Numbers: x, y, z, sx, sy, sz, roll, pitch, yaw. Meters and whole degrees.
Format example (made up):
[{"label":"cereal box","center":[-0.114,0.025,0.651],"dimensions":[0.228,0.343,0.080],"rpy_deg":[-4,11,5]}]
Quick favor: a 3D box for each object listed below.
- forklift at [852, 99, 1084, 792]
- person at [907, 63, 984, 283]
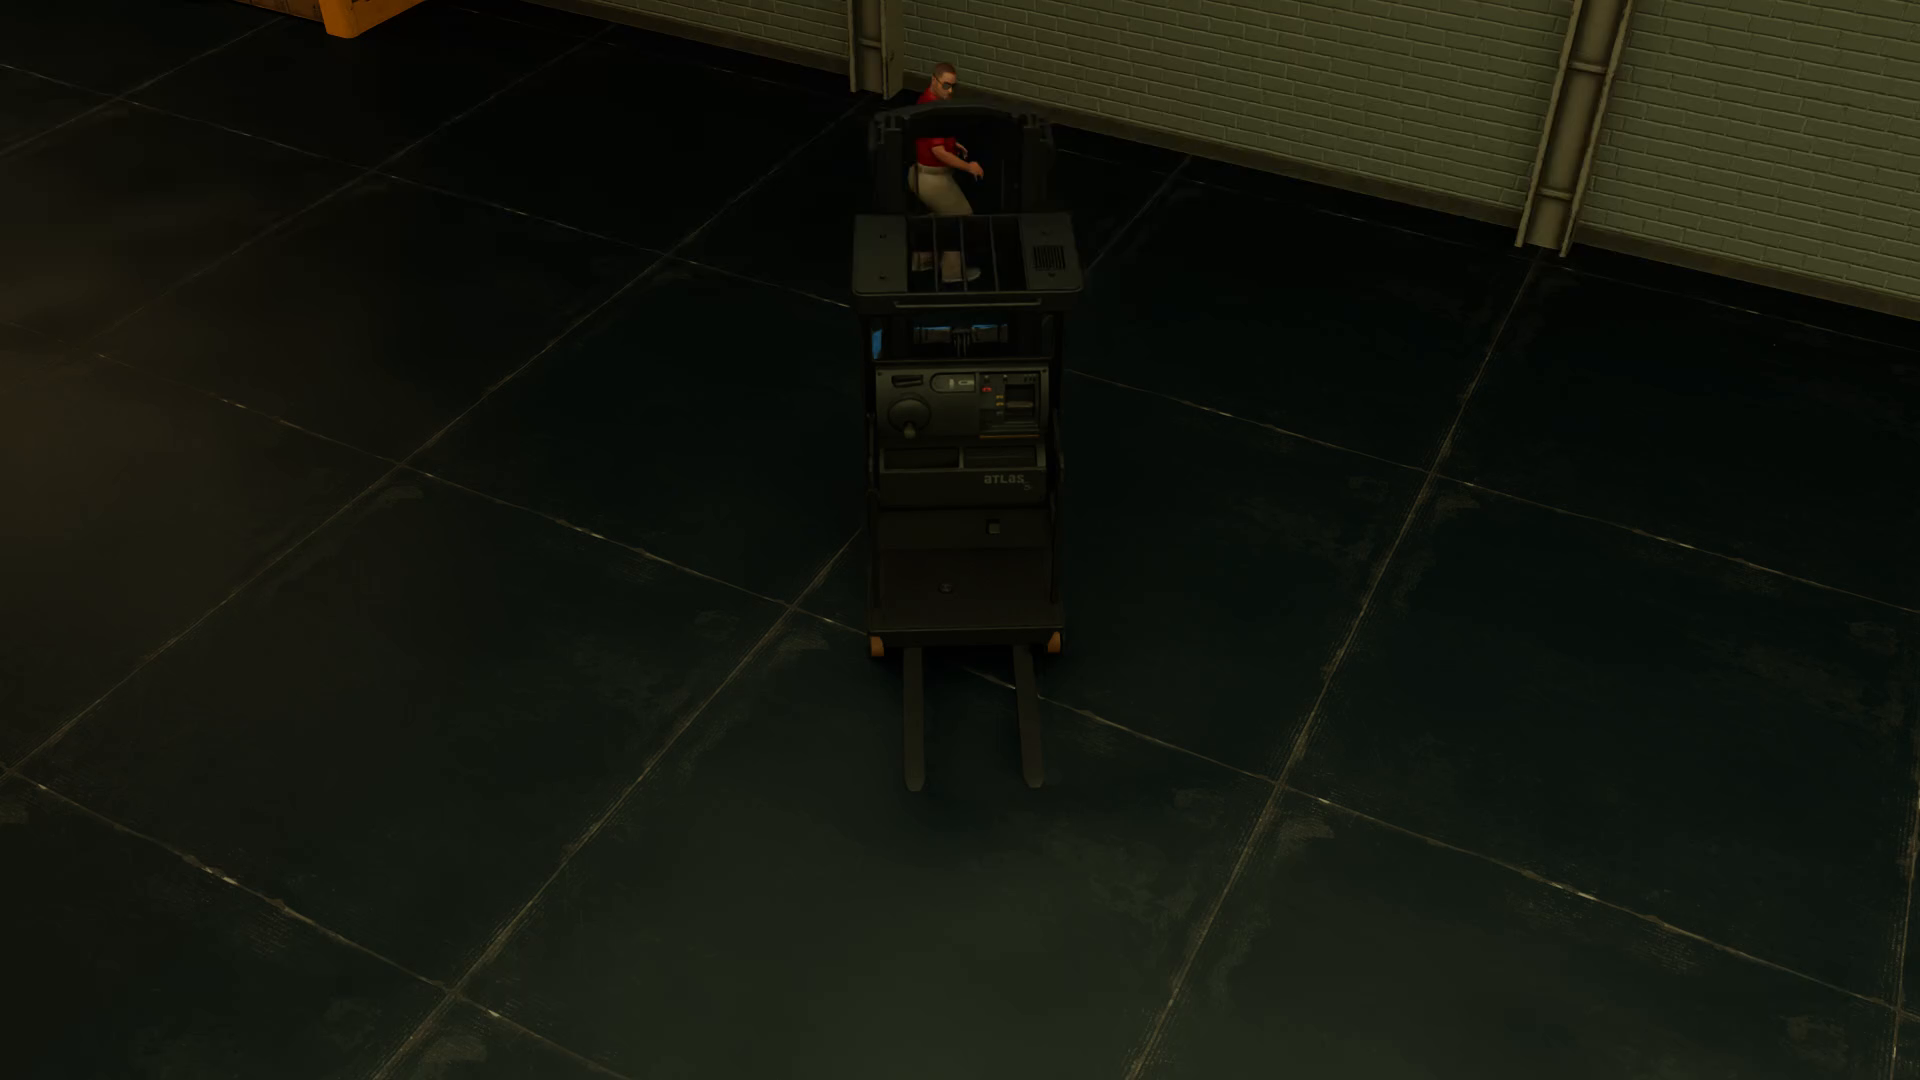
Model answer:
[{"label":"forklift","center":[0.023,-0.664,8.774],"dimensions":[1.130,2.935,3.031],"rpy_deg":[-1,40,-2]},{"label":"person","center":[-0.117,-2.682,12.171],"dimensions":[0.544,1.679,0.771],"rpy_deg":[-11,41,-13]}]
